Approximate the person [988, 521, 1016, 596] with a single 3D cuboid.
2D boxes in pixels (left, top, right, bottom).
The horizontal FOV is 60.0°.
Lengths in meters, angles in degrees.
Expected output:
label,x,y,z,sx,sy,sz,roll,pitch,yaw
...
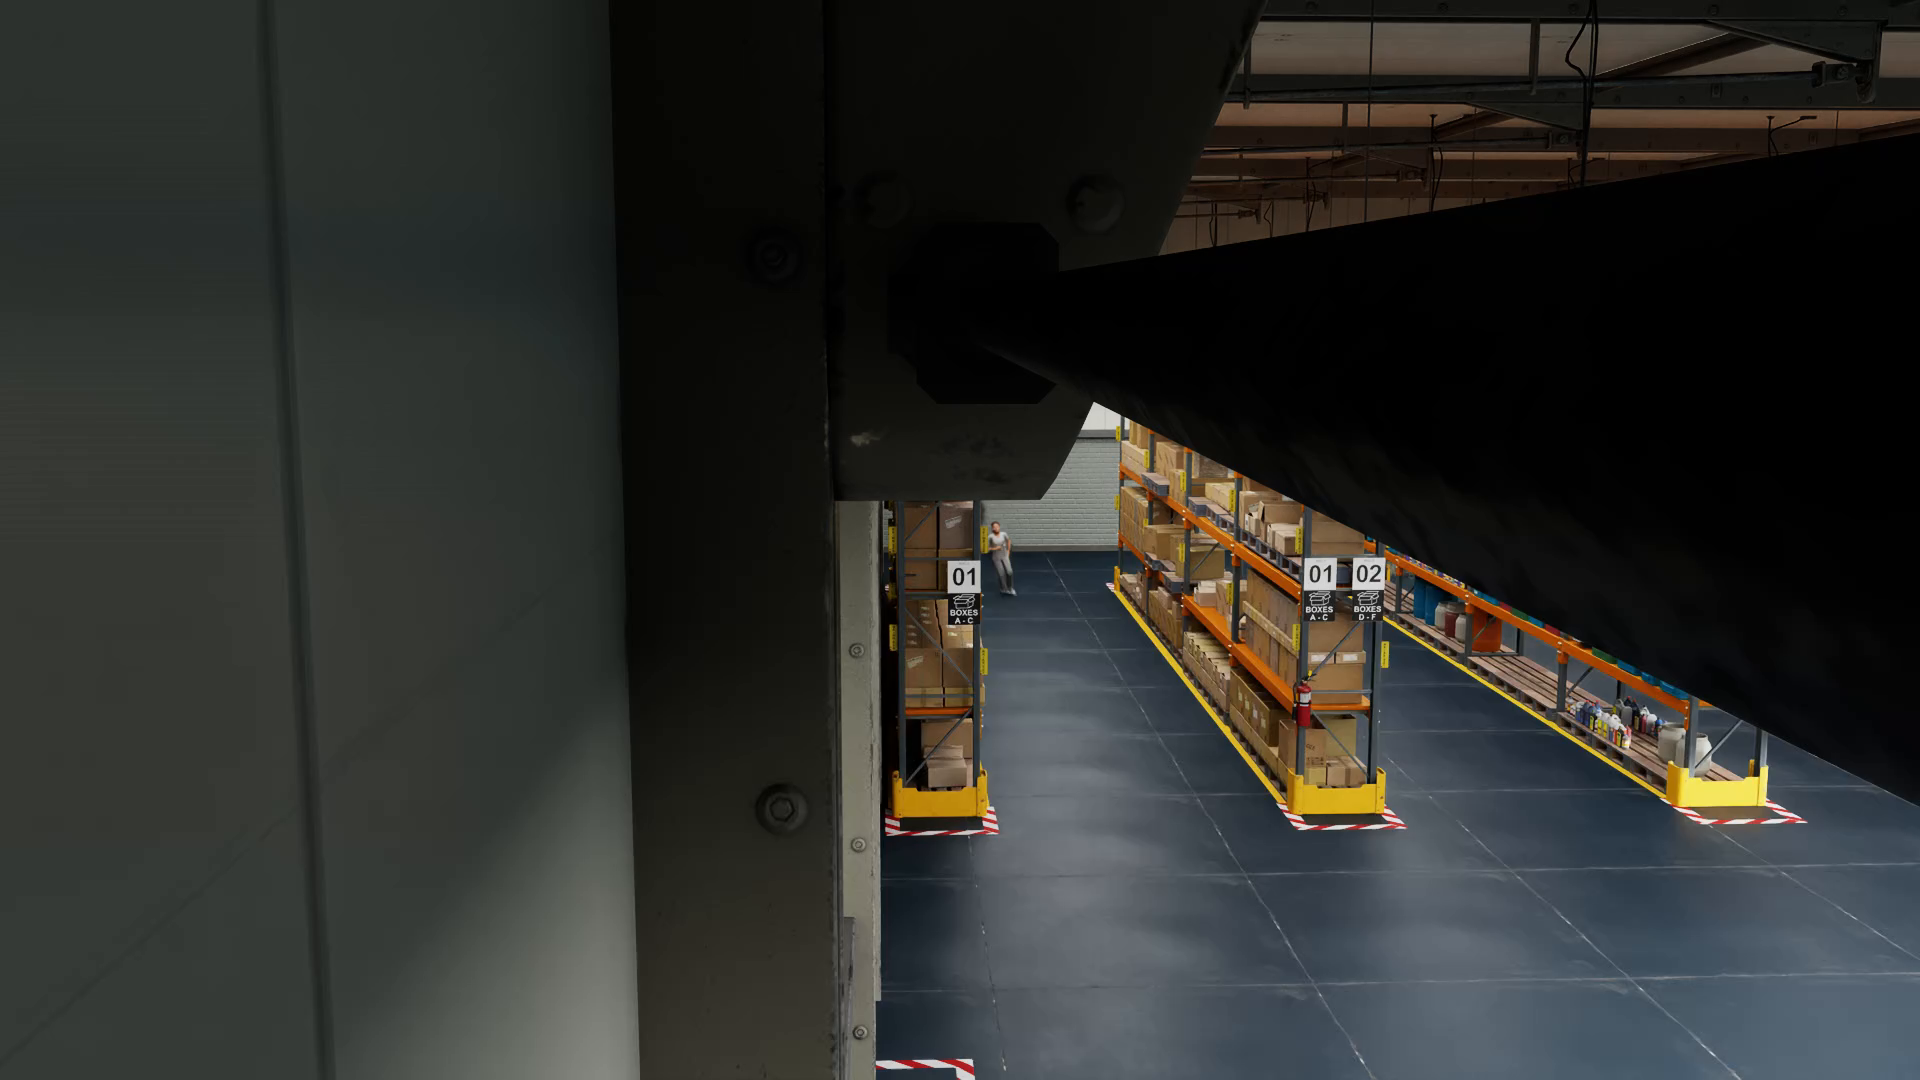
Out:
label,x,y,z,sx,sy,sz,roll,pitch,yaw
person,0.870,0.395,35.710,0.662,1.632,0.650,-2,8,-10
